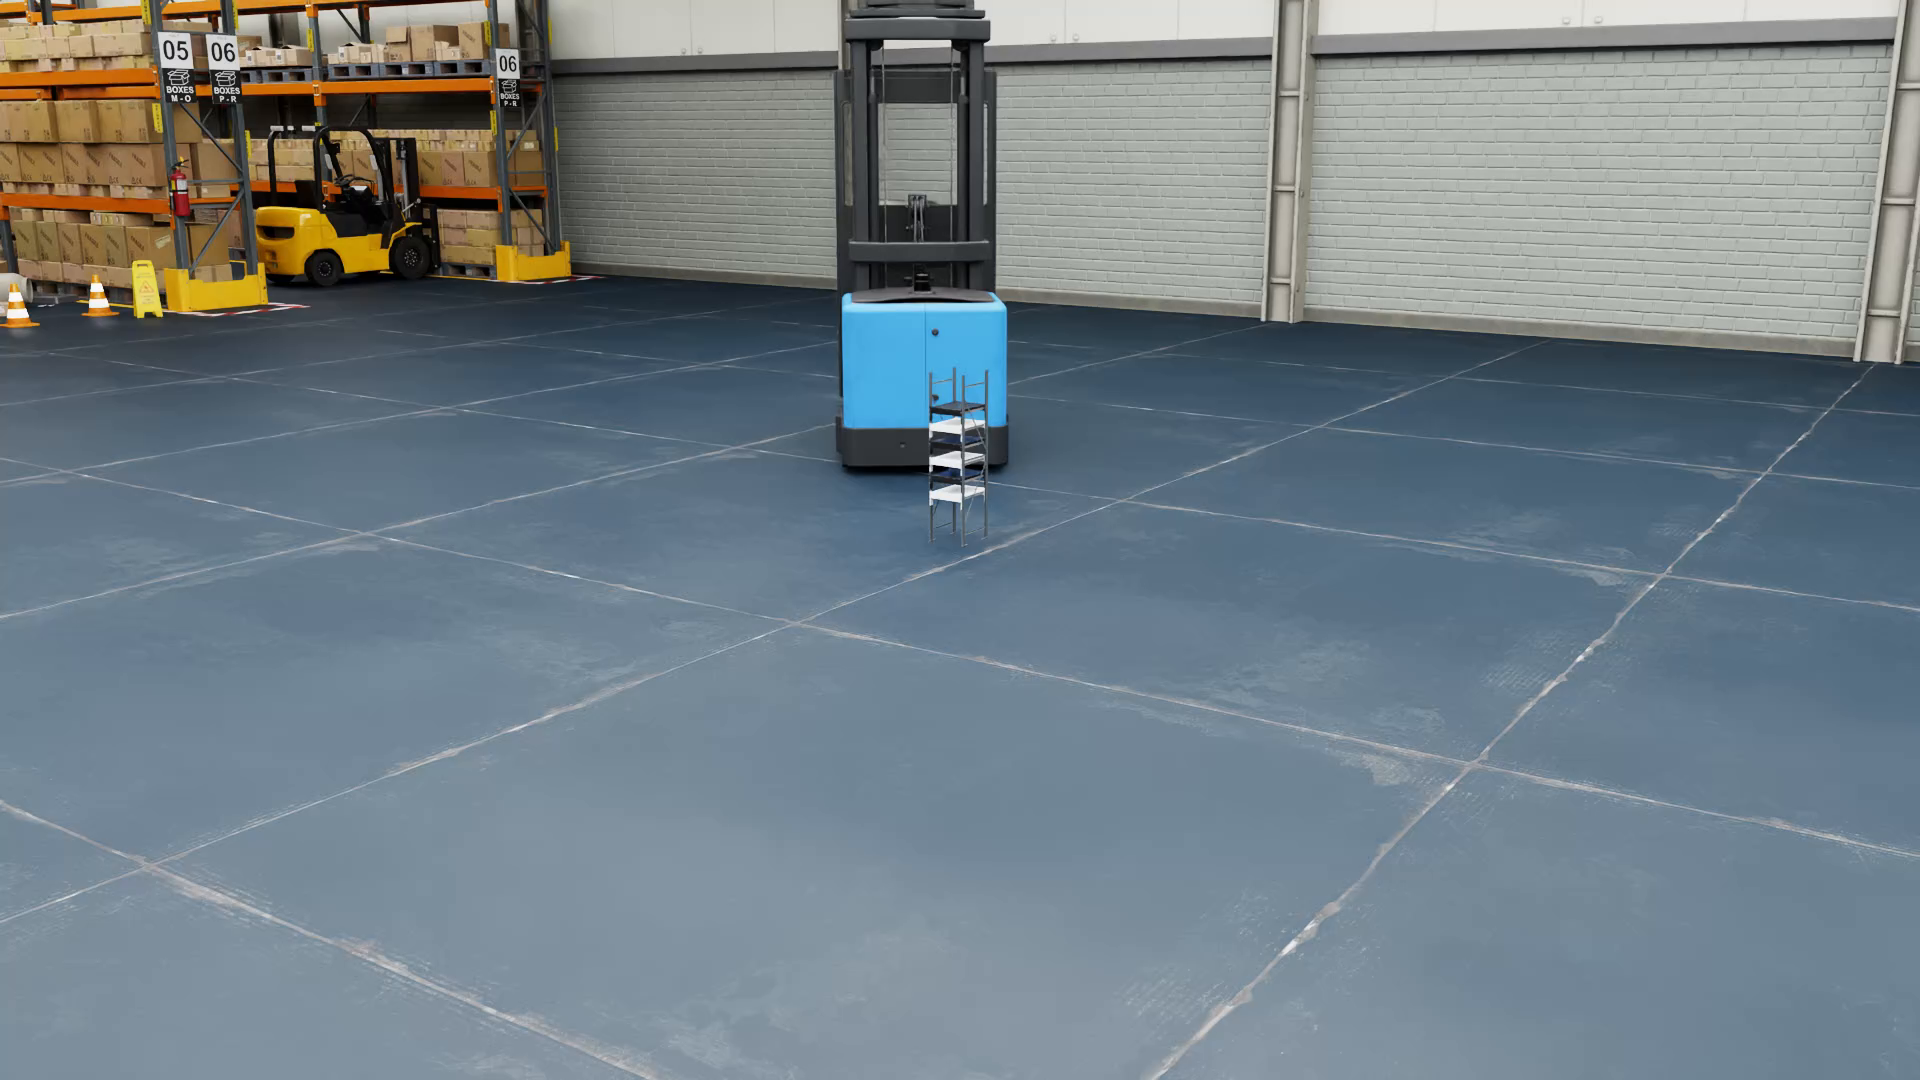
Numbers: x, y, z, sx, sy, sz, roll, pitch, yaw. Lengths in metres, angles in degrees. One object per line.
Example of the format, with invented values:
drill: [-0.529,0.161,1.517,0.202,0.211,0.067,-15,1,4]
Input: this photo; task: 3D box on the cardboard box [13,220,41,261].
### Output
cardboard box: [-11.971,-3.930,21.743,0.500,0.500,0.500,10,17,35]

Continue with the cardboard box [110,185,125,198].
cardboard box: [-10.124,-4.258,20.303,0.250,0.149,0.380,10,17,34]

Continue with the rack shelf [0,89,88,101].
rack shelf: [-17.840,-8.268,31.234,4.000,0.370,1.077,9,17,33]

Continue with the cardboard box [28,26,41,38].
cardboard box: [-11.347,-6.313,20.705,0.250,0.149,0.380,9,16,31]

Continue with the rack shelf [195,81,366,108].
rack shelf: [-11.202,-7.195,26.900,4.000,0.370,1.077,9,17,33]

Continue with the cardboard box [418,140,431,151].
cardboard box: [-7.746,-5.804,24.471,0.250,0.149,0.380,9,17,33]

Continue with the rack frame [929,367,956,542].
rack frame: [-0.091,-0.452,8.775,0.006,0.900,0.240,9,17,33]

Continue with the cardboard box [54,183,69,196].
cardboard box: [-11.171,-4.428,20.991,0.250,0.149,0.380,9,17,33]

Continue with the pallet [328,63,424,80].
pallet: [-8.821,-7.124,25.299,1.213,0.211,1.003,9,17,33]

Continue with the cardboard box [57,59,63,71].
cardboard box: [-10.907,-5.866,20.556,0.250,0.149,0.380,9,17,33]

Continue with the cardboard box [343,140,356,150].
cardboard box: [-9.209,-6.053,25.477,0.250,0.149,0.380,10,17,34]

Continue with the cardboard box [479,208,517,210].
cardboard box: [-6.933,-4.806,24.764,0.500,0.250,0.500,9,17,33]

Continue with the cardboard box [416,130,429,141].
cardboard box: [-7.753,-5.948,24.433,0.250,0.149,0.380,10,17,34]

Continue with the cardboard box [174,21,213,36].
cardboard box: [-9.172,-6.103,19.854,0.250,0.149,0.380,9,17,32]

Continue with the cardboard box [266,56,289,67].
cardboard box: [-10.625,-7.493,26.049,0.250,0.149,0.380,9,17,33]

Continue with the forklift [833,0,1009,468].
forklift: [-0.316,-2.181,11.535,1.130,2.935,3.031,-1,14,-4]

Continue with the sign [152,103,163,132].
sign: [-9.317,-4.901,19.310,0.005,0.325,0.100,9,17,33]

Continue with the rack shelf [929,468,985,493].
rack shelf: [-0.007,-0.318,8.749,0.200,0.077,0.258,9,17,33]

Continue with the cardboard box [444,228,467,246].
cardboard box: [-7.212,-4.467,24.436,0.500,0.250,0.500,9,17,32]

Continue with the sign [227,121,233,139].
sign: [-12.555,-7.029,28.567,0.005,0.325,0.100,9,17,33]

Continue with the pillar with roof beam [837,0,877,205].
pillar with roof beam: [-3.722,-6.805,17.588,0.400,9.000,9.100,9,17,33]

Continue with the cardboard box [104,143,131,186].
cardboard box: [-10.008,-4.572,20.223,0.500,0.500,0.500,9,17,33]

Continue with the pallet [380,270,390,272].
pallet: [-8.906,-4.351,25.961,1.213,0.211,1.003,9,17,33]

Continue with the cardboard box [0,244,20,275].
cardboard box: [-12.746,-3.828,22.638,0.625,0.372,0.950,9,17,34]

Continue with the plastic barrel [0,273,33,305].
plastic barrel: [-11.550,-3.018,20.132,0.512,0.421,0.421,-4,14,-16]

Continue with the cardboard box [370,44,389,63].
cardboard box: [-8.481,-7.203,24.635,0.258,0.266,0.396,9,16,31]

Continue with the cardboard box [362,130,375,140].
cardboard box: [-8.803,-6.121,25.131,0.250,0.149,0.380,10,17,34]

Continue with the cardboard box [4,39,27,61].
cardboard box: [-11.664,-6.176,20.981,0.500,0.250,0.500,9,17,32]

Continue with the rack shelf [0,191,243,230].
rack shelf: [-10.650,-4.212,21.093,4.000,0.370,1.077,9,17,33]

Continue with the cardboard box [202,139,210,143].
cardboard box: [-12.312,-6.553,27.495,0.250,0.149,0.380,10,17,34]

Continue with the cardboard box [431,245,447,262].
cardboard box: [-7.607,-4.290,24.759,0.500,0.250,0.500,9,17,33]

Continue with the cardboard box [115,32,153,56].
cardboard box: [-9.566,-5.836,19.605,0.500,0.250,0.500,9,16,32]

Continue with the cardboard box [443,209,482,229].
cardboard box: [-7.207,-4.705,24.353,0.500,0.250,0.500,10,17,34]

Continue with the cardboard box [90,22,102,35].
cardboard box: [-10.231,-6.152,20.054,0.250,0.149,0.380,9,17,33]

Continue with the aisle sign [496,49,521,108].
aisle sign: [-6.333,-6.478,23.339,0.004,0.787,0.394,9,17,33]

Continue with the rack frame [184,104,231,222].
rack frame: [-12.862,-6.356,28.257,0.127,3.000,1.000,9,17,33]

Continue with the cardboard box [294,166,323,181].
cardboard box: [-10.107,-5.762,26.171,0.500,0.250,0.500,10,17,34]

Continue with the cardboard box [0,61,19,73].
cardboard box: [-12.003,-6.026,21.205,0.250,0.149,0.380,9,17,33]

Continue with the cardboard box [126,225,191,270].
cardboard box: [-9.801,-3.582,20.337,0.500,0.500,0.500,9,17,33]

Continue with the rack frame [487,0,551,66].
rack frame: [-6.224,-8.195,23.202,0.127,3.000,1.000,9,17,33]

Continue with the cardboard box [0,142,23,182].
cardboard box: [-12.100,-4.908,21.580,0.500,0.500,0.500,9,17,33]

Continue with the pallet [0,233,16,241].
pallet: [-17.767,-5.795,31.793,1.213,0.211,1.003,9,17,33]

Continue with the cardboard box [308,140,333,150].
cardboard box: [-9.950,-6.185,26.007,0.250,0.149,0.380,10,17,35]

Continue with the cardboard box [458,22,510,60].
cardboard box: [-6.727,-7.051,23.532,0.500,0.500,0.500,10,17,35]

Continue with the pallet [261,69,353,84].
pallet: [-10.282,-7.299,26.220,1.217,0.209,0.805,8,16,31]

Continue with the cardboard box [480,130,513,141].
cardboard box: [-6.638,-5.797,23.822,0.250,0.149,0.380,9,17,33]

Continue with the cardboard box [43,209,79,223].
cardboard box: [-11.473,-4.147,21.272,0.250,0.149,0.380,10,17,35]

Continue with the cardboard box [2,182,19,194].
cardboard box: [-12.228,-4.601,21.691,0.250,0.149,0.380,9,17,33]

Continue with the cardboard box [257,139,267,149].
cardboard box: [-11.027,-6.350,26.675,0.250,0.149,0.380,9,17,33]

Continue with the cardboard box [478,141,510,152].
cardboard box: [-6.668,-5.637,23.796,0.250,0.149,0.380,9,17,34]

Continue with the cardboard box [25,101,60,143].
cardboard box: [-11.253,-5.260,20.921,0.500,0.500,0.700,9,16,32]

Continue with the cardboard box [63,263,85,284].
cardboard box: [-11.080,-3.426,21.268,0.500,0.250,0.500,9,16,32]

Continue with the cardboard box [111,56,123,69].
cardboard box: [-9.869,-5.689,19.841,0.250,0.149,0.380,10,17,34]

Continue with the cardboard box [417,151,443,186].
cardboard box: [-7.629,-5.486,24.532,0.500,0.500,0.500,9,16,32]

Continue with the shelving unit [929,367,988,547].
shelving unit: [-0.007,-0.438,8.719,0.210,0.900,0.258,9,17,33]

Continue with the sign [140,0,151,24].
sign: [-9.317,-6.071,19.020,0.005,0.325,0.100,9,17,33]
